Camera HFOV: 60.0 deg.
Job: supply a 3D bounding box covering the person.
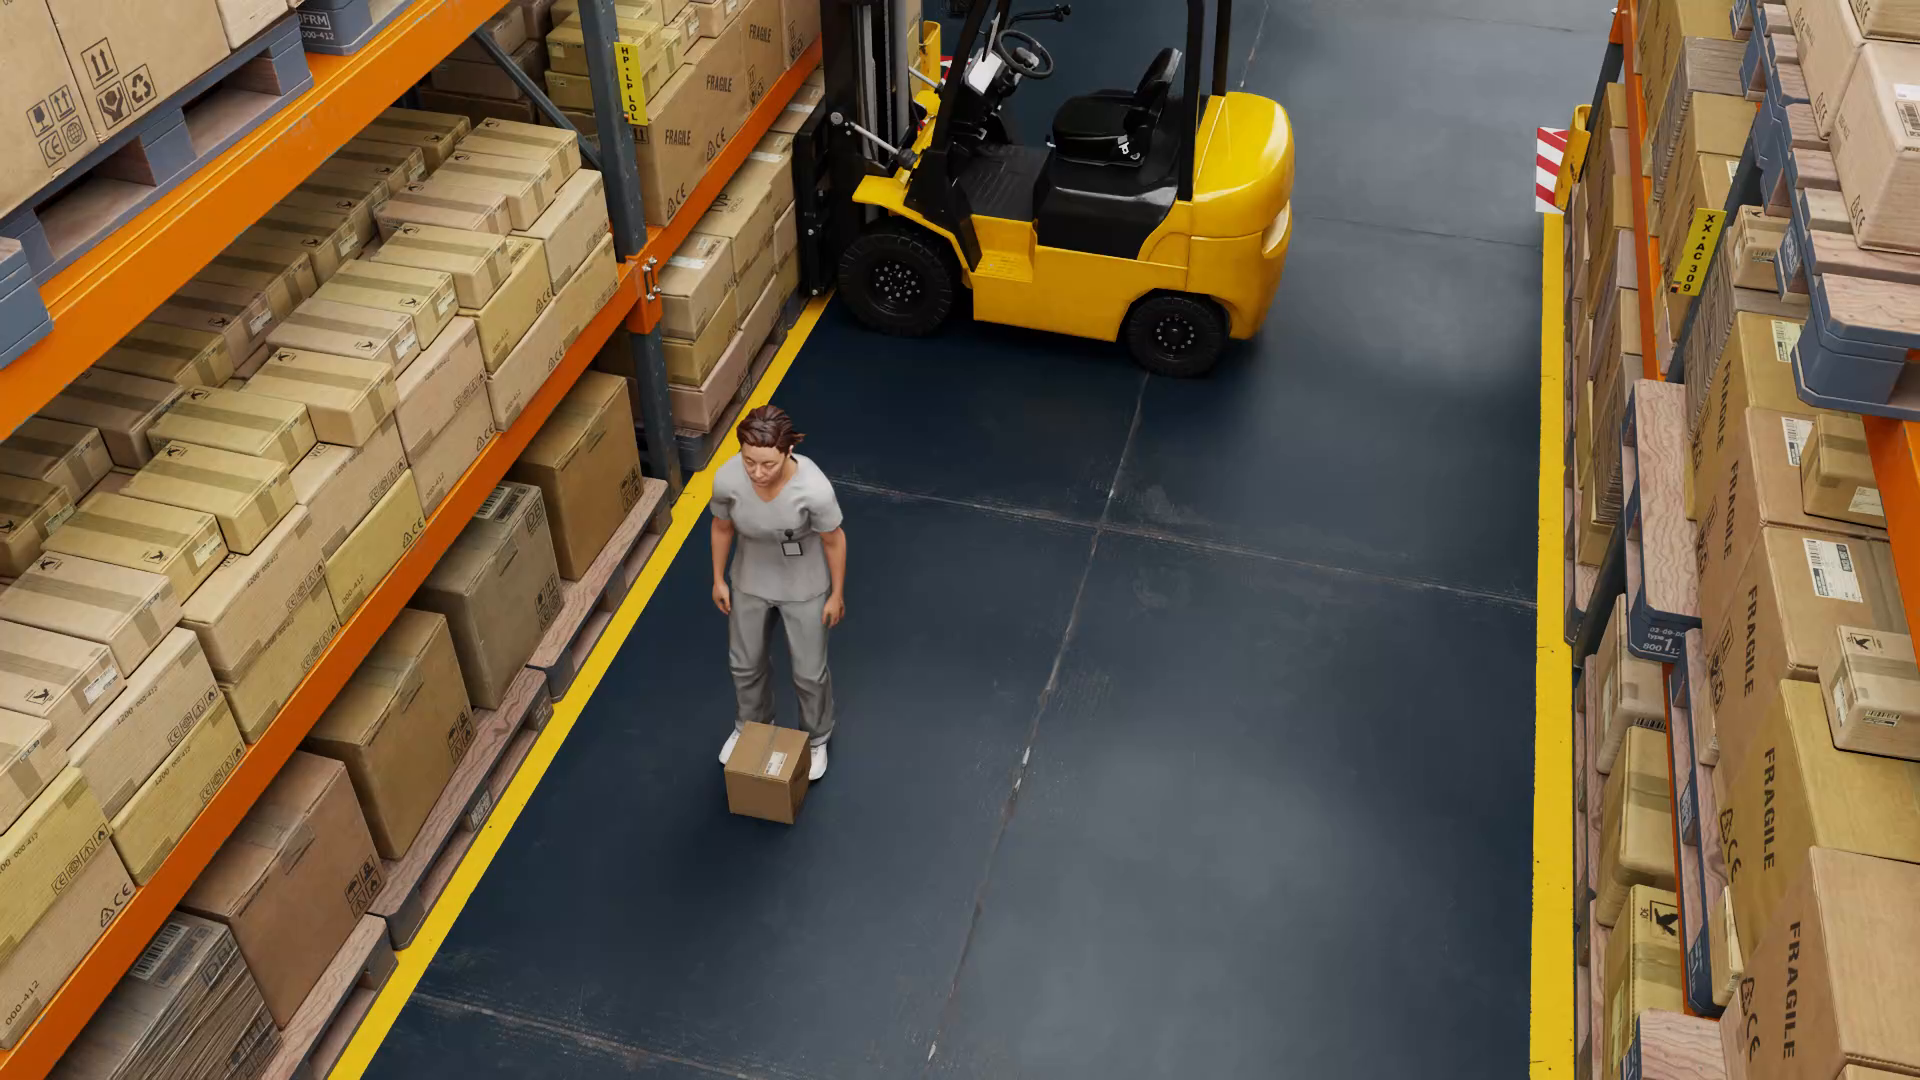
[{"bbox_3d":[-0.656,0.177,5.958,0.513,1.671,0.359,8,42,9],"label":"person"}]
